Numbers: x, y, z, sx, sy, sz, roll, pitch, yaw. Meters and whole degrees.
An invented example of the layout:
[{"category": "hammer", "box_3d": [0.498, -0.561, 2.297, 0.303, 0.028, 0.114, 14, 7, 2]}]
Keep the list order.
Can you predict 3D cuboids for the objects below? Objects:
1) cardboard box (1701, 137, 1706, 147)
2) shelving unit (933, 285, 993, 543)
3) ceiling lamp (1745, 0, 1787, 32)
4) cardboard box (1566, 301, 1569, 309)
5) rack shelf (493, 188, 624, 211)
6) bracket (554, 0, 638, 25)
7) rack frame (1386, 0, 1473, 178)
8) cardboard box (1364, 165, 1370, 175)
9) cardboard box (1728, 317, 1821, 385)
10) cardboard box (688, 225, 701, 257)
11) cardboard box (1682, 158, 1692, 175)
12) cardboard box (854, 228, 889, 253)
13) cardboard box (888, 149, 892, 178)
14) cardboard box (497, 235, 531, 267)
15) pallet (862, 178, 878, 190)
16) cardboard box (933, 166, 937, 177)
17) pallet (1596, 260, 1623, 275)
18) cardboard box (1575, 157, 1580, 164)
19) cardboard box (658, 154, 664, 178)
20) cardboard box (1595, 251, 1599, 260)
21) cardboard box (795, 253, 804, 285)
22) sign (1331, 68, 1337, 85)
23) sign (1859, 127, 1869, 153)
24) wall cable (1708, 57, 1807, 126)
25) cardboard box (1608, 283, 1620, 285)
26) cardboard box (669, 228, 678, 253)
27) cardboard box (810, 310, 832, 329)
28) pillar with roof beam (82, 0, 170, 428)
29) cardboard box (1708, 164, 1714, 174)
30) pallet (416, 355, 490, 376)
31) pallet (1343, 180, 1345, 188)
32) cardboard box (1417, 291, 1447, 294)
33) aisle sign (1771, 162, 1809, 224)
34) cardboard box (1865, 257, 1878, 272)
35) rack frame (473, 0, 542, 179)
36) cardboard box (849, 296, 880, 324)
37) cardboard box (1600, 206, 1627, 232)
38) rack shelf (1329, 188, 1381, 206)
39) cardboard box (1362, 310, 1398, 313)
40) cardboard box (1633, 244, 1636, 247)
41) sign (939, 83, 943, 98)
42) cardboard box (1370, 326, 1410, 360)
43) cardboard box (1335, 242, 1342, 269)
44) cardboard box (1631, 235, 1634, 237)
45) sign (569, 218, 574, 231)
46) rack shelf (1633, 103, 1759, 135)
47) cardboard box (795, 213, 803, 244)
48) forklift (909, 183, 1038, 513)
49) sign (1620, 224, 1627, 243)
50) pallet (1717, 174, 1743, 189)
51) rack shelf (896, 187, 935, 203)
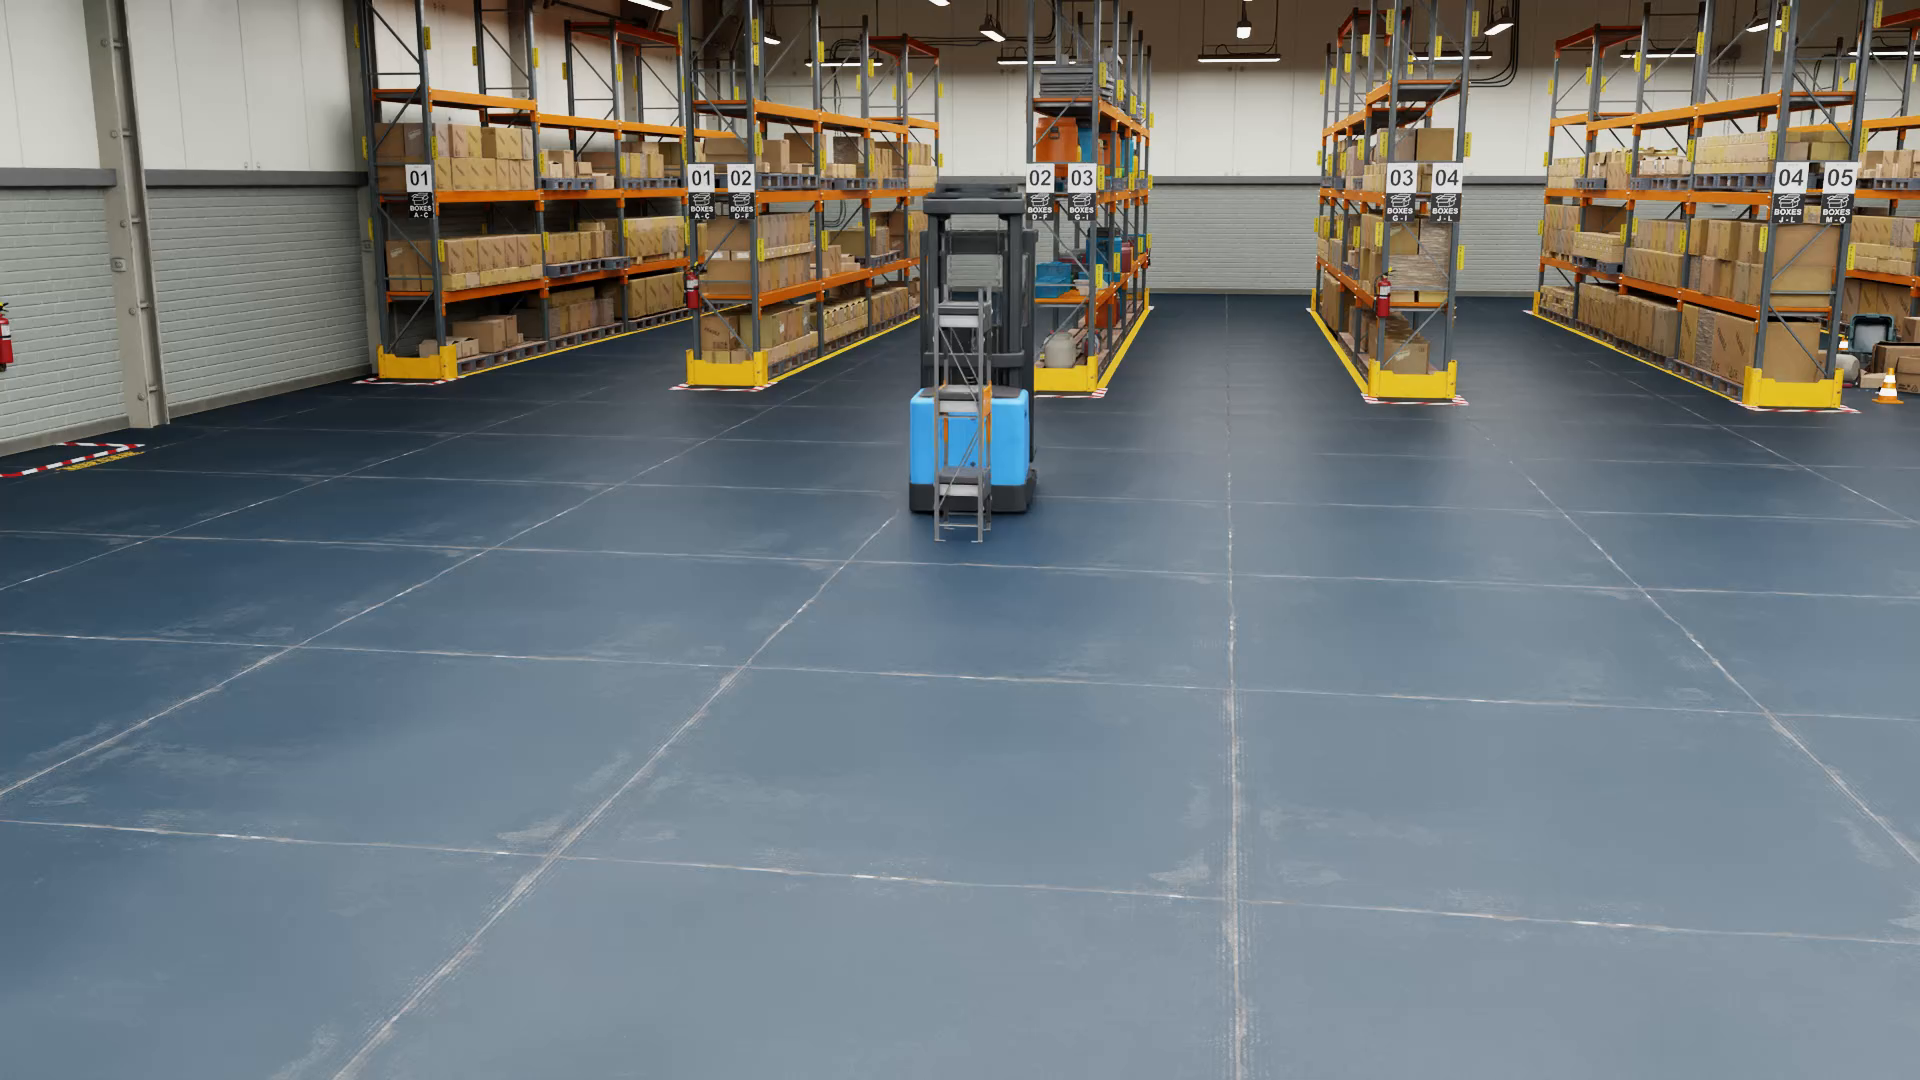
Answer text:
[{"category": "cardboard box", "box_3d": [11.398, -5.994, 25.037, 0.380, 0.149, 0.250, 2, 12, 8]}, {"category": "shelving unit", "box_3d": [0.025, -1.061, 13.932, 0.431, 2.100, 0.503, 2, 12, 9]}, {"category": "ceiling lamp", "box_3d": [15.679, -11.334, 31.369, 0.800, 3.185, 2.000, 2, 12, 9]}, {"category": "cardboard box", "box_3d": [12.822, -4.880, 34.580, 0.380, 0.149, 0.250, 1, 12, 6]}, {"category": "rack shelf", "box_3d": [-7.433, -6.319, 30.782, 1.077, 0.370, 4.000, 2, 12, 9]}, {"category": "bracket", "box_3d": [-7.369, -10.682, 33.653, 0.076, 0.066, 4.783, 2, 12, 9]}, {"category": "rack frame", "box_3d": [6.327, -6.406, 22.360, 1.000, 3.000, 0.127, 2, 12, 9]}, {"category": "cardboard box", "box_3d": [6.588, -5.837, 26.246, 0.380, 0.149, 0.250, 2, 12, 7]}, {"category": "cardboard box", "box_3d": [11.252, -2.602, 22.994, 0.875, 0.875, 0.875, 2, 12, 9]}, {"category": "cardboard box", "box_3d": [-6.411, -6.712, 37.307, 0.980, 0.700, 0.700, 2, 12, 10]}, {"category": "cardboard box", "box_3d": [11.779, -5.924, 26.364, 0.500, 0.250, 0.500, 2, 12, 9]}, {"category": "cardboard box", "box_3d": [-1.826, -6.178, 34.306, 0.700, 0.500, 0.500, -1, 12, -6]}, {"category": "cardboard box", "box_3d": [-1.765, -7.960, 35.220, 0.600, 0.600, 0.600, 1, 12, 3]}, {"category": "cardboard box", "box_3d": [-7.579, -4.878, 28.039, 0.500, 0.500, 0.500, 2, 12, 8]}, {"category": "pallet", "box_3d": [-2.246, -6.691, 31.248, 1.213, 0.211, 1.003, 2, 12, 11]}, {"category": "cardboard box", "box_3d": [-0.827, -8.648, 39.053, 0.500, 0.250, 0.500, 2, 12, 9]}, {"category": "pallet", "box_3d": [12.447, -5.015, 30.601, 1.213, 0.211, 1.003, 2, 12, 9]}, {"category": "cardboard box", "box_3d": [12.863, -7.804, 34.188, 0.380, 0.149, 0.250, 2, 12, 9]}, {"category": "cardboard box", "box_3d": [-6.754, -8.004, 35.611, 0.700, 0.500, 0.500, 1, 12, 6]}, {"category": "cardboard box", "box_3d": [12.226, -5.370, 31.393, 0.380, 0.149, 0.250, 1, 12, 6]}, {"category": "cardboard box", "box_3d": [-2.982, -4.475, 27.398, 0.700, 0.500, 0.500, 2, 12, 8]}, {"category": "sign", "box_3d": [7.628, -9.462, 33.943, 0.100, 0.325, 0.005, 2, 12, 9]}, {"category": "sign", "box_3d": [11.760, -5.205, 21.643, 0.100, 0.325, 0.005, 2, 12, 9]}, {"category": "wall cable", "box_3d": [19.919, -10.584, 41.746, 2.355, 3.000, 0.029, 2, 12, 9]}, {"category": "cardboard box", "box_3d": [13.194, -4.977, 33.123, 0.500, 0.250, 0.500, 2, 12, 7]}, {"category": "cardboard box", "box_3d": [-6.401, -6.447, 35.796, 0.500, 0.500, 0.500, 2, 12, 9]}, {"category": "cardboard box", "box_3d": [-2.536, -3.841, 28.897, 0.500, 0.311, 0.500, 2, 12, 9]}, {"category": "pillar with roof beam", "box_3d": [-5.772, -5.673, 18.958, 9.100, 9.000, 0.400, 2, 12, 9]}, {"category": "cardboard box", "box_3d": [11.320, -5.500, 24.635, 0.380, 0.149, 0.250, 2, 12, 8]}, {"category": "pallet", "box_3d": [-8.184, -2.776, 26.373, 1.003, 0.211, 1.213, 2, 12, 9]}, {"category": "pallet", "box_3d": [7.773, -6.882, 32.134, 1.003, 0.211, 1.213, 2, 12, 11]}, {"category": "cardboard box", "box_3d": [6.664, -3.454, 23.497, 0.380, 0.149, 0.250, 2, 12, 9]}, {"category": "aisle sign", "box_3d": [10.905, -4.558, 21.852, 0.394, 0.787, 0.004, 2, 12, 9]}, {"category": "cardboard box", "box_3d": [17.378, -5.177, 31.250, 0.500, 0.250, 0.500, 2, 12, 8]}, {"category": "rack frame", "box_3d": [-7.741, -7.721, 28.458, 1.000, 3.000, 0.127, 2, 12, 9]}, {"category": "cardboard box", "box_3d": [-1.878, -4.539, 32.826, 0.500, 0.500, 0.500, 2, 12, 11]}, {"category": "cardboard box", "box_3d": [13.368, -6.559, 33.992, 0.500, 0.500, 0.500, 2, 12, 10]}, {"category": "rack shelf", "box_3d": [7.865, -6.670, 32.411, 1.077, 0.370, 4.000, 2, 12, 9]}, {"category": "cardboard box", "box_3d": [7.321, -3.758, 29.200, 0.700, 0.500, 0.500, 3, 13, 13]}, {"category": "cardboard box", "box_3d": [12.871, -5.496, 31.269, 0.380, 0.149, 0.250, 2, 12, 9]}, {"category": "sign", "box_3d": [-0.455, -10.571, 39.090, 0.100, 0.325, 0.005, 2, 12, 9]}, {"category": "cardboard box", "box_3d": [6.761, -3.088, 26.140, 0.500, 0.500, 0.500, 6, 14, 27]}, {"category": "cardboard box", "box_3d": [7.548, -5.511, 32.206, 0.500, 0.500, 0.500, 1, 12, 7]}, {"category": "cardboard box", "box_3d": [12.906, -5.694, 31.483, 0.380, 0.149, 0.250, 2, 12, 10]}, {"category": "sign", "box_3d": [-7.674, -6.204, 32.912, 0.100, 0.325, 0.005, 2, 12, 9]}, {"category": "rack shelf", "box_3d": [12.136, -6.927, 27.430, 1.077, 0.370, 4.000, 2, 12, 9]}, {"category": "cardboard box", "box_3d": [-2.984, -5.113, 27.284, 0.700, 0.500, 0.500, 2, 12, 9]}, {"category": "forklift", "box_3d": [0.185, -1.936, 16.021, 1.130, 2.935, 3.031, 1, 12, 5]}, {"category": "sign", "box_3d": [11.906, -5.500, 29.835, 0.100, 0.325, 0.005, 2, 12, 9]}, {"category": "pallet", "box_3d": [11.502, -5.124, 23.742, 1.003, 0.211, 1.213, 2, 12, 9]}, {"category": "rack shelf", "box_3d": [-1.307, -7.825, 37.768, 1.077, 0.370, 4.000, 2, 12, 9]}]
